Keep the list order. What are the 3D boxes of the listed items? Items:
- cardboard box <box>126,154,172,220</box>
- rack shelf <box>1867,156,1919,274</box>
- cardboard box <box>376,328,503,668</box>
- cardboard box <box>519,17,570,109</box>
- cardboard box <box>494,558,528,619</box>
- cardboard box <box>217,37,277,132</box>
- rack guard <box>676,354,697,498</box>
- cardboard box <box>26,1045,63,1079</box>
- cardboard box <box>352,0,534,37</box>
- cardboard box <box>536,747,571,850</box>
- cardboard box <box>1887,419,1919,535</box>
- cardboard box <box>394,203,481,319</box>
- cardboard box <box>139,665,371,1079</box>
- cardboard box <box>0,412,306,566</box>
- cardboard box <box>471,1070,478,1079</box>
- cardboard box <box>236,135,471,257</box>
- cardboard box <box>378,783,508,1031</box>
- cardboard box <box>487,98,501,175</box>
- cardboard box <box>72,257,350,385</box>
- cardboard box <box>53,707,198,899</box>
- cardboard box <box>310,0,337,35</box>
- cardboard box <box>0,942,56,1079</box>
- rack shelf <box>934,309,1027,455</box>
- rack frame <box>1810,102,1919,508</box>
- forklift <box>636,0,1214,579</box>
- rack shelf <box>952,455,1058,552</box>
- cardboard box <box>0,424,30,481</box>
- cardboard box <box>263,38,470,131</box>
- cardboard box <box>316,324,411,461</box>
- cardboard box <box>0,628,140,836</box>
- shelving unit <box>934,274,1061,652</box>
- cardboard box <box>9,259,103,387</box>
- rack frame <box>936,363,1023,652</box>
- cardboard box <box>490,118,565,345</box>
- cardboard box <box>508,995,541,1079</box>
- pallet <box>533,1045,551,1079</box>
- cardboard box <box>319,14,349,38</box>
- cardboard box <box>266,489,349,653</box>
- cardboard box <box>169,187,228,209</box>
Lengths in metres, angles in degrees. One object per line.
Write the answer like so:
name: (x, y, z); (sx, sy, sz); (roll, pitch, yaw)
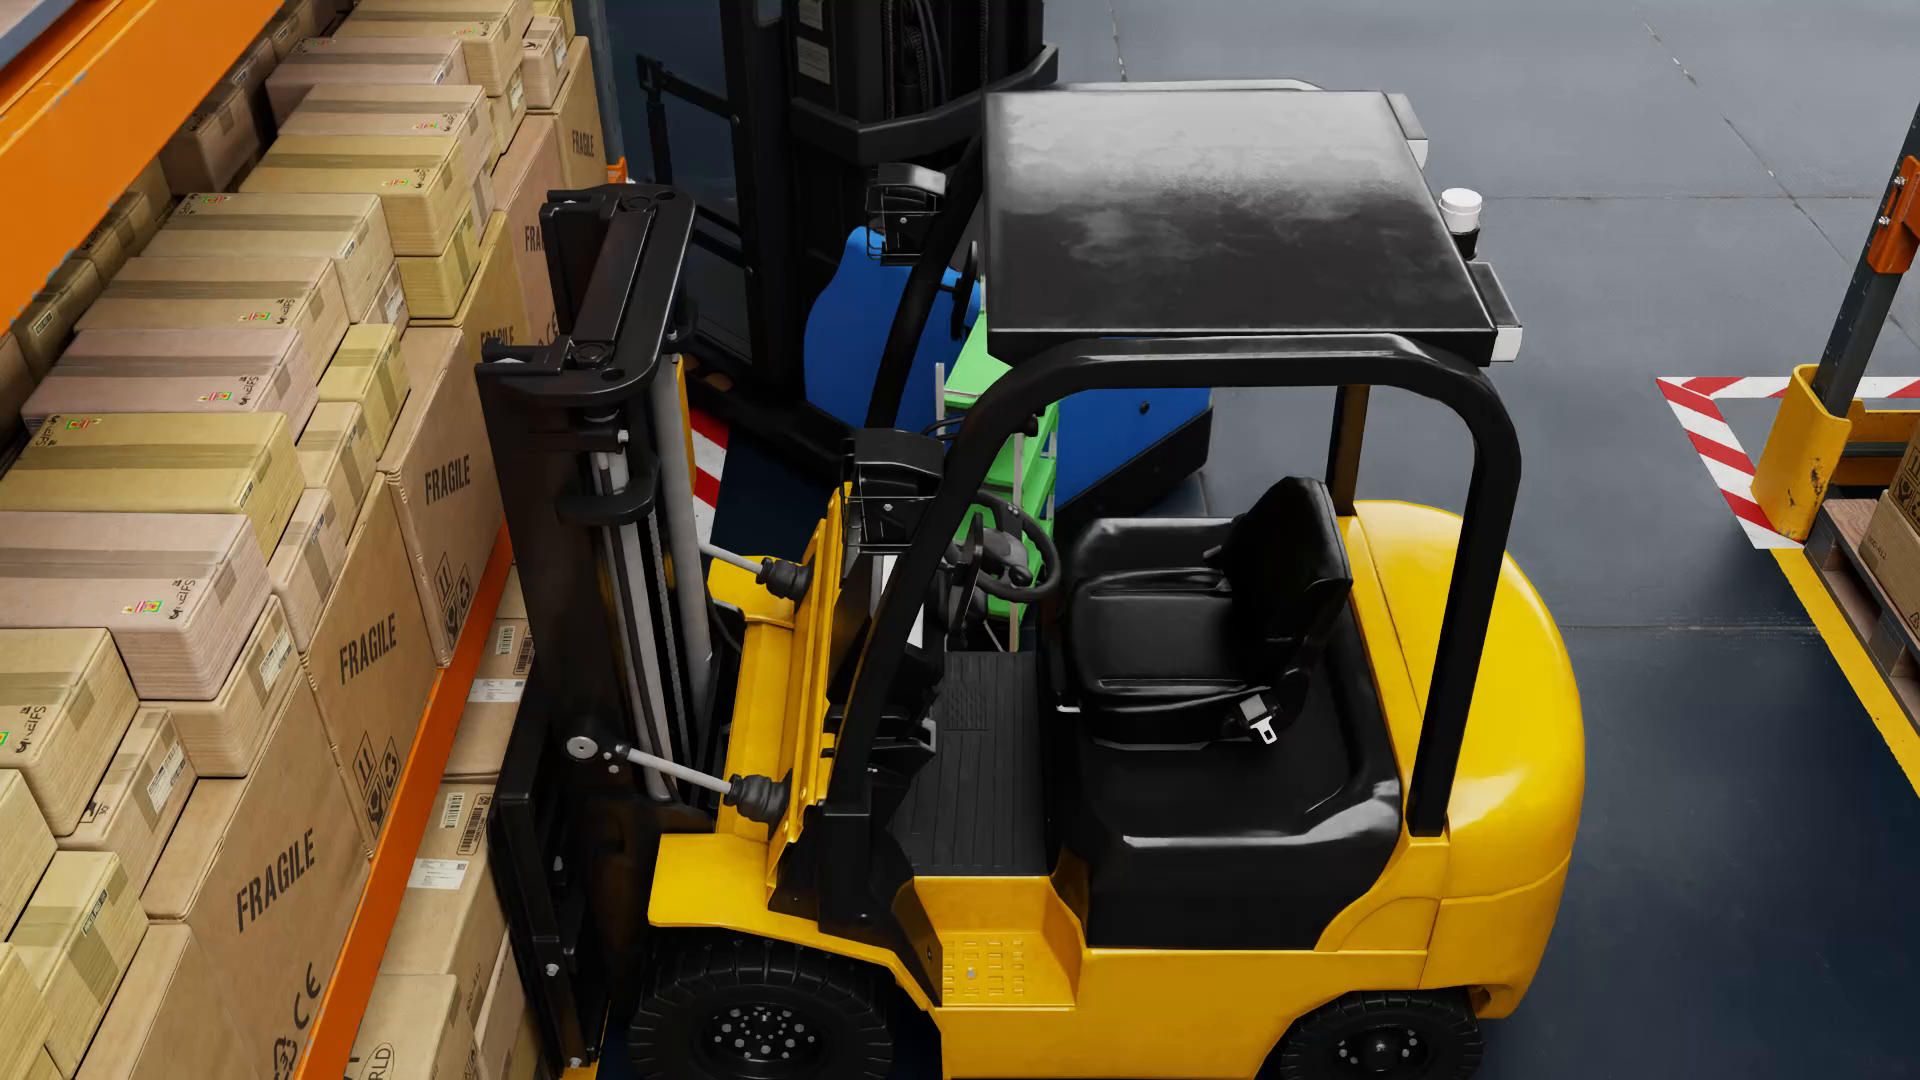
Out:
cardboard box: (-1.860, -0.703, 3.392); (0.380, 0.149, 0.250); (-1, 39, -1)
rack shelf: (3.425, 0.208, 3.667); (1.077, 0.370, 4.000); (0, 39, 0)
cardboard box: (-1.274, -0.090, 3.384); (0.500, 0.500, 0.500); (0, 39, 0)
cardboard box: (-1.230, -1.233, 4.292); (0.380, 0.149, 0.250); (1, 39, 1)
cardboard box: (-1.211, 0.124, 4.260); (0.500, 0.250, 0.500); (0, 39, 1)
cardboard box: (-1.788, -1.032, 3.803); (0.380, 0.149, 0.250); (0, 39, 0)
rack guard: (-1.541, -0.357, 5.796); (1.175, 0.500, 0.348); (0, 39, 0)
cardboard box: (-1.273, 0.692, 1.889); (0.380, 0.149, 0.250); (-1, 39, -1)
cardboard box: (-1.298, -1.348, 4.197); (0.380, 0.149, 0.250); (0, 39, 0)
cardboard box: (-1.219, 0.650, 4.004); (0.500, 0.250, 0.500); (0, 39, 0)
cardboard box: (3.148, -0.188, 4.849); (0.500, 0.500, 0.500); (-1, 39, -2)
cardboard box: (-1.234, -0.591, 3.490); (0.380, 0.149, 0.250); (0, 39, 0)
cardboard box: (-1.293, 0.541, 2.596); (0.500, 0.500, 0.500); (1, 39, 1)
cardboard box: (-1.265, -0.070, 2.603); (0.380, 0.149, 0.250); (-1, 39, -1)
cardboard box: (-1.231, 1.280, 3.217); (0.500, 0.250, 0.500); (0, 39, 0)
cardboard box: (-1.228, -0.704, 3.393); (0.380, 0.149, 0.250); (1, 39, 1)
cardboard box: (-1.225, 0.769, 3.455); (0.500, 0.250, 0.500); (1, 39, 1)
cardboard box: (-1.302, -0.916, 3.896); (0.380, 0.149, 0.250); (0, 39, 0)
cardboard box: (-1.339, -0.385, 2.996); (0.380, 0.149, 0.250); (0, 39, 0)
cardboard box: (-1.303, 0.367, 2.294); (0.380, 0.149, 0.250); (0, 39, 0)
cardboard box: (-1.816, -1.349, 4.199); (0.380, 0.149, 0.250); (1, 39, 1)
cardboard box: (-1.240, 0.576, 1.796); (0.380, 0.149, 0.250); (1, 39, 1)
rack shelf: (0.115, -0.452, 4.689); (0.258, 0.148, 0.480); (9, 40, 12)
rack frame: (3.423, -1.324, 5.003); (1.000, 3.000, 0.127); (0, 39, 0)
forklift: (-0.513, -1.820, 5.677); (3.031, 2.935, 1.130); (31, 48, 33)
rack shelf: (0.115, -0.077, 4.989); (0.258, 0.148, 0.480); (9, 40, 12)
cardboard box: (-1.799, -0.116, 2.898); (0.380, 0.149, 0.250); (0, 39, -1)
cardboard box: (-1.345, -1.028, 3.798); (0.380, 0.149, 0.250); (0, 39, 0)
cardboard box: (-1.255, -0.275, 3.096); (0.380, 0.149, 0.250); (-1, 39, -1)
cardboard box: (-1.340, 0.253, 2.199); (0.380, 0.149, 0.250); (-1, 39, -1)
shelving unit: (0.115, -0.127, 4.949); (0.258, 1.200, 0.503); (9, 40, 12)
cardboard box: (-1.777, -0.383, 2.993); (0.380, 0.149, 0.250); (1, 39, 1)
rack frame: (0.053, 0.020, 4.765); (0.240, 1.200, 0.015); (9, 40, 12)
cardboard box: (-1.286, -0.725, 4.176); (0.500, 0.500, 0.500); (1, 39, 1)
cardboard box: (-1.238, 1.151, 3.778); (0.500, 0.250, 0.500); (1, 39, 1)
pallet: (-1.499, 1.010, 4.321); (1.003, 0.211, 1.213); (0, 39, 0)
cardboard box: (-1.736, -1.243, 4.304); (0.380, 0.149, 0.250); (0, 39, 0)
cardboard box: (-1.228, 0.049, 2.692); (0.380, 0.149, 0.250); (0, 39, -1)
cardboard box: (-1.873, -0.761, 3.703); (0.380, 0.149, 0.250); (0, 39, 0)
